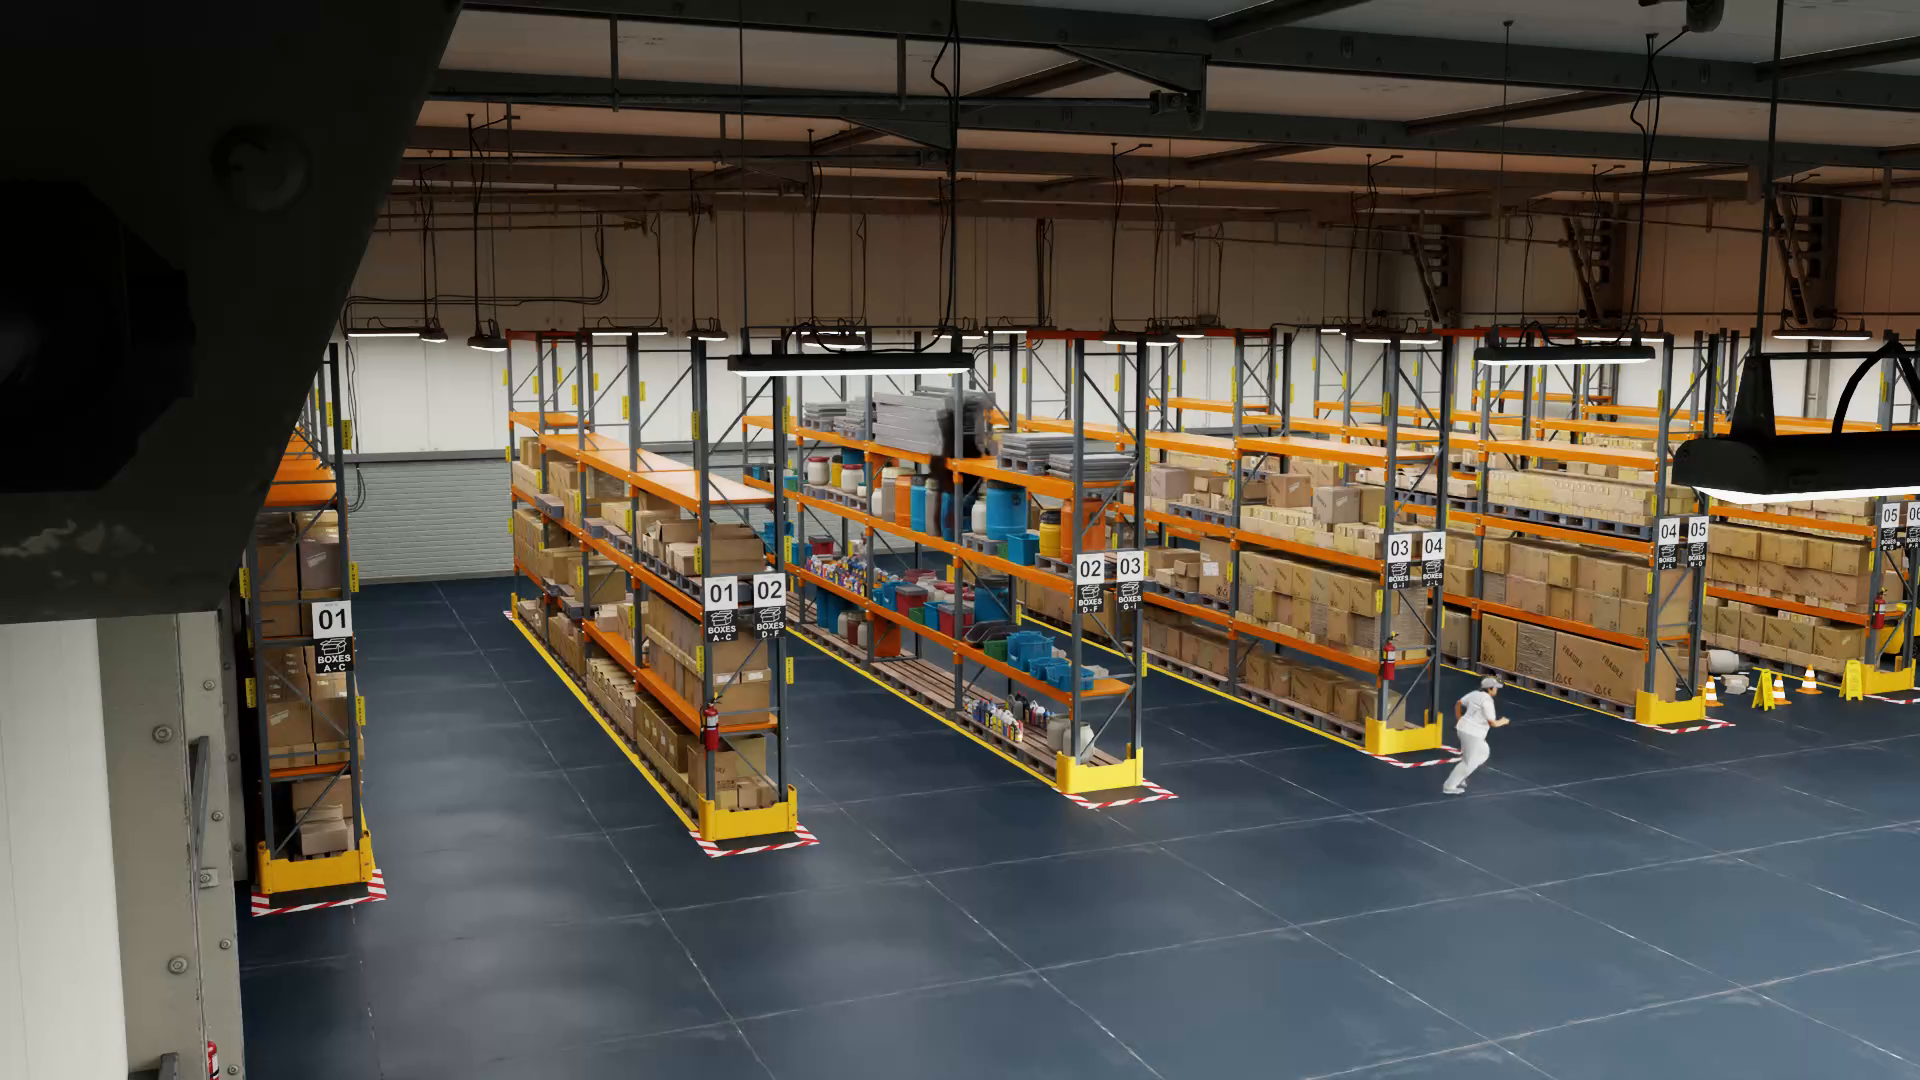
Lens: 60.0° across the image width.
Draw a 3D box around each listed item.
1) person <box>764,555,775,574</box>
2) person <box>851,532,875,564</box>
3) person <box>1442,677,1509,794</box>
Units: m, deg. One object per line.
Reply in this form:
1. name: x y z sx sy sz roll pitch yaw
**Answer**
1. person: -3.788 1.124 31.922 0.680 1.789 0.724 -4 9 -29
2. person: -2.241 0.575 36.883 0.611 1.616 0.966 -4 9 -27
3. person: 6.823 2.575 21.991 0.865 1.554 0.603 0 8 -2
